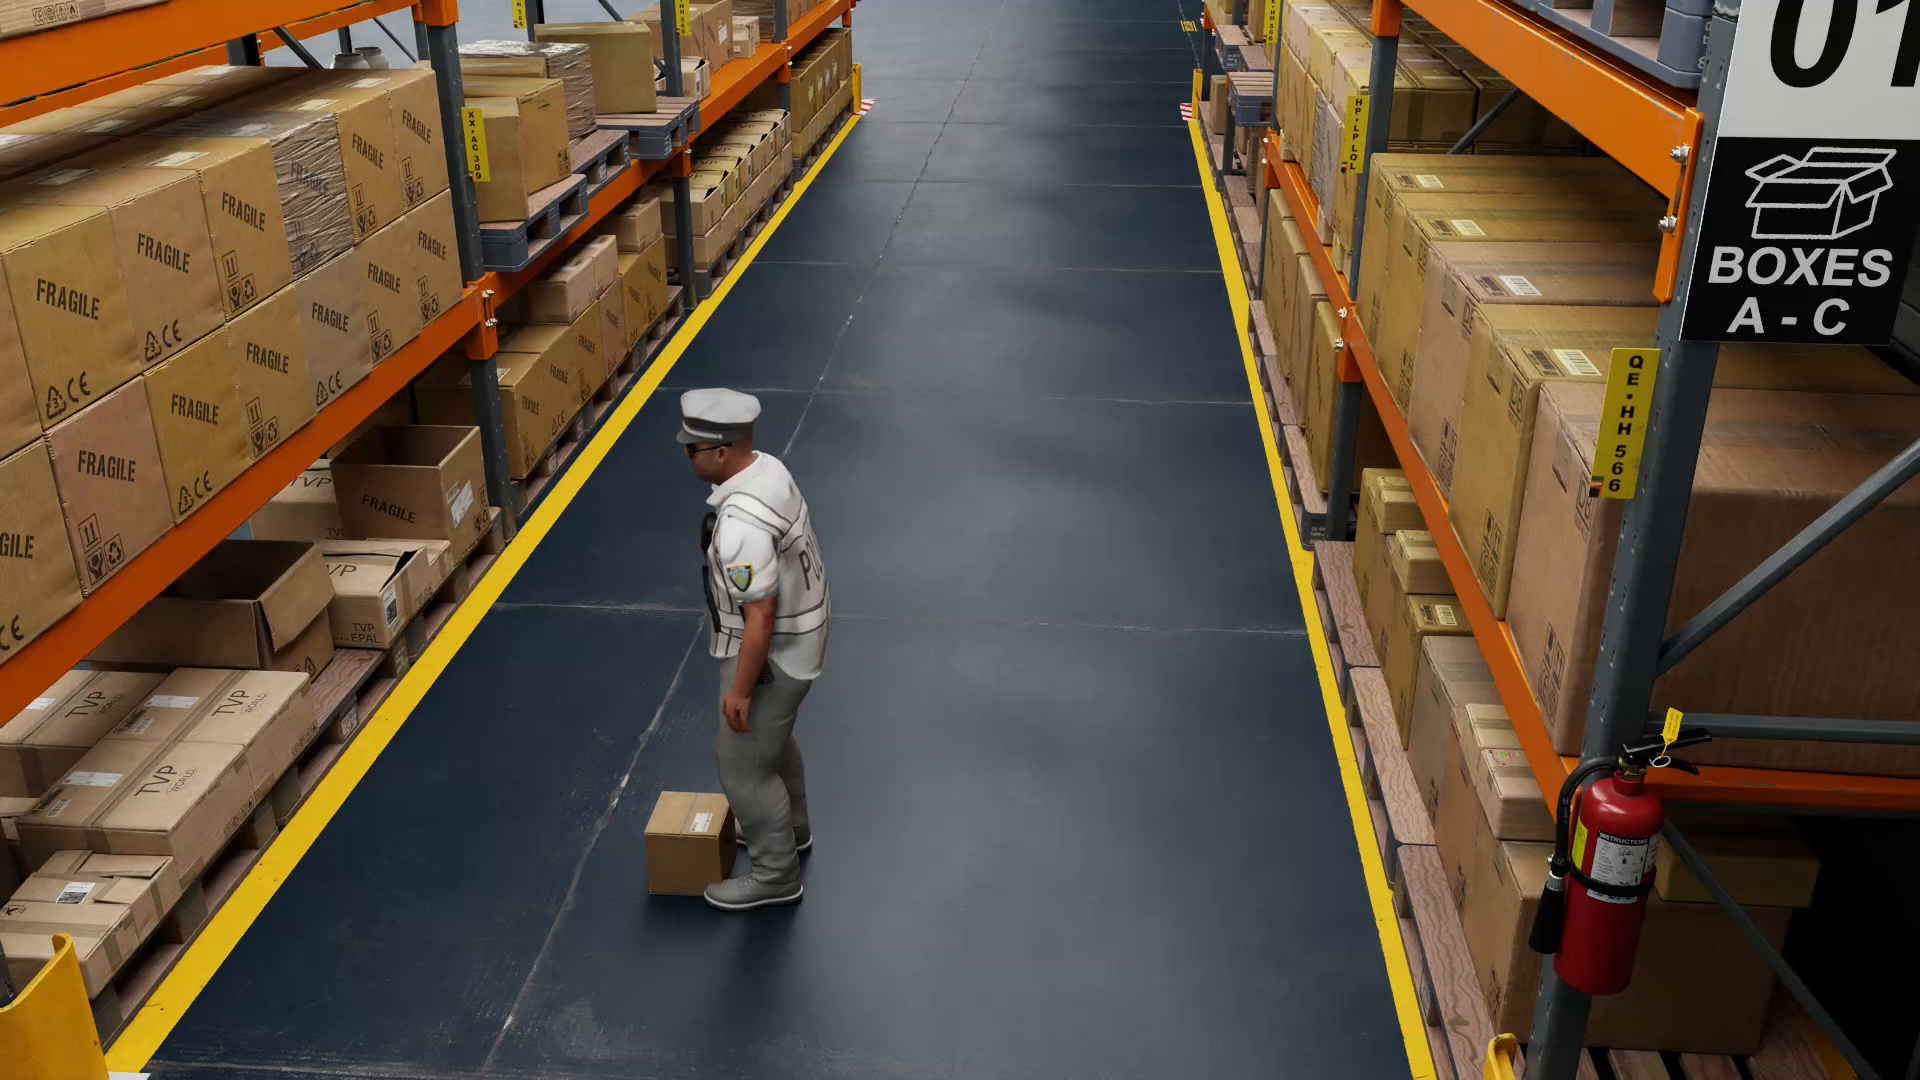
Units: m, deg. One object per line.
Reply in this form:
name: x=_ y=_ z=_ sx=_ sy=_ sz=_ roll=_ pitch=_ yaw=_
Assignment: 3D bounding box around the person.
person: x=-0.634 y=0.355 z=5.311 sx=0.436 sy=1.748 sz=0.606 roll=0 pitch=24 yaw=1
